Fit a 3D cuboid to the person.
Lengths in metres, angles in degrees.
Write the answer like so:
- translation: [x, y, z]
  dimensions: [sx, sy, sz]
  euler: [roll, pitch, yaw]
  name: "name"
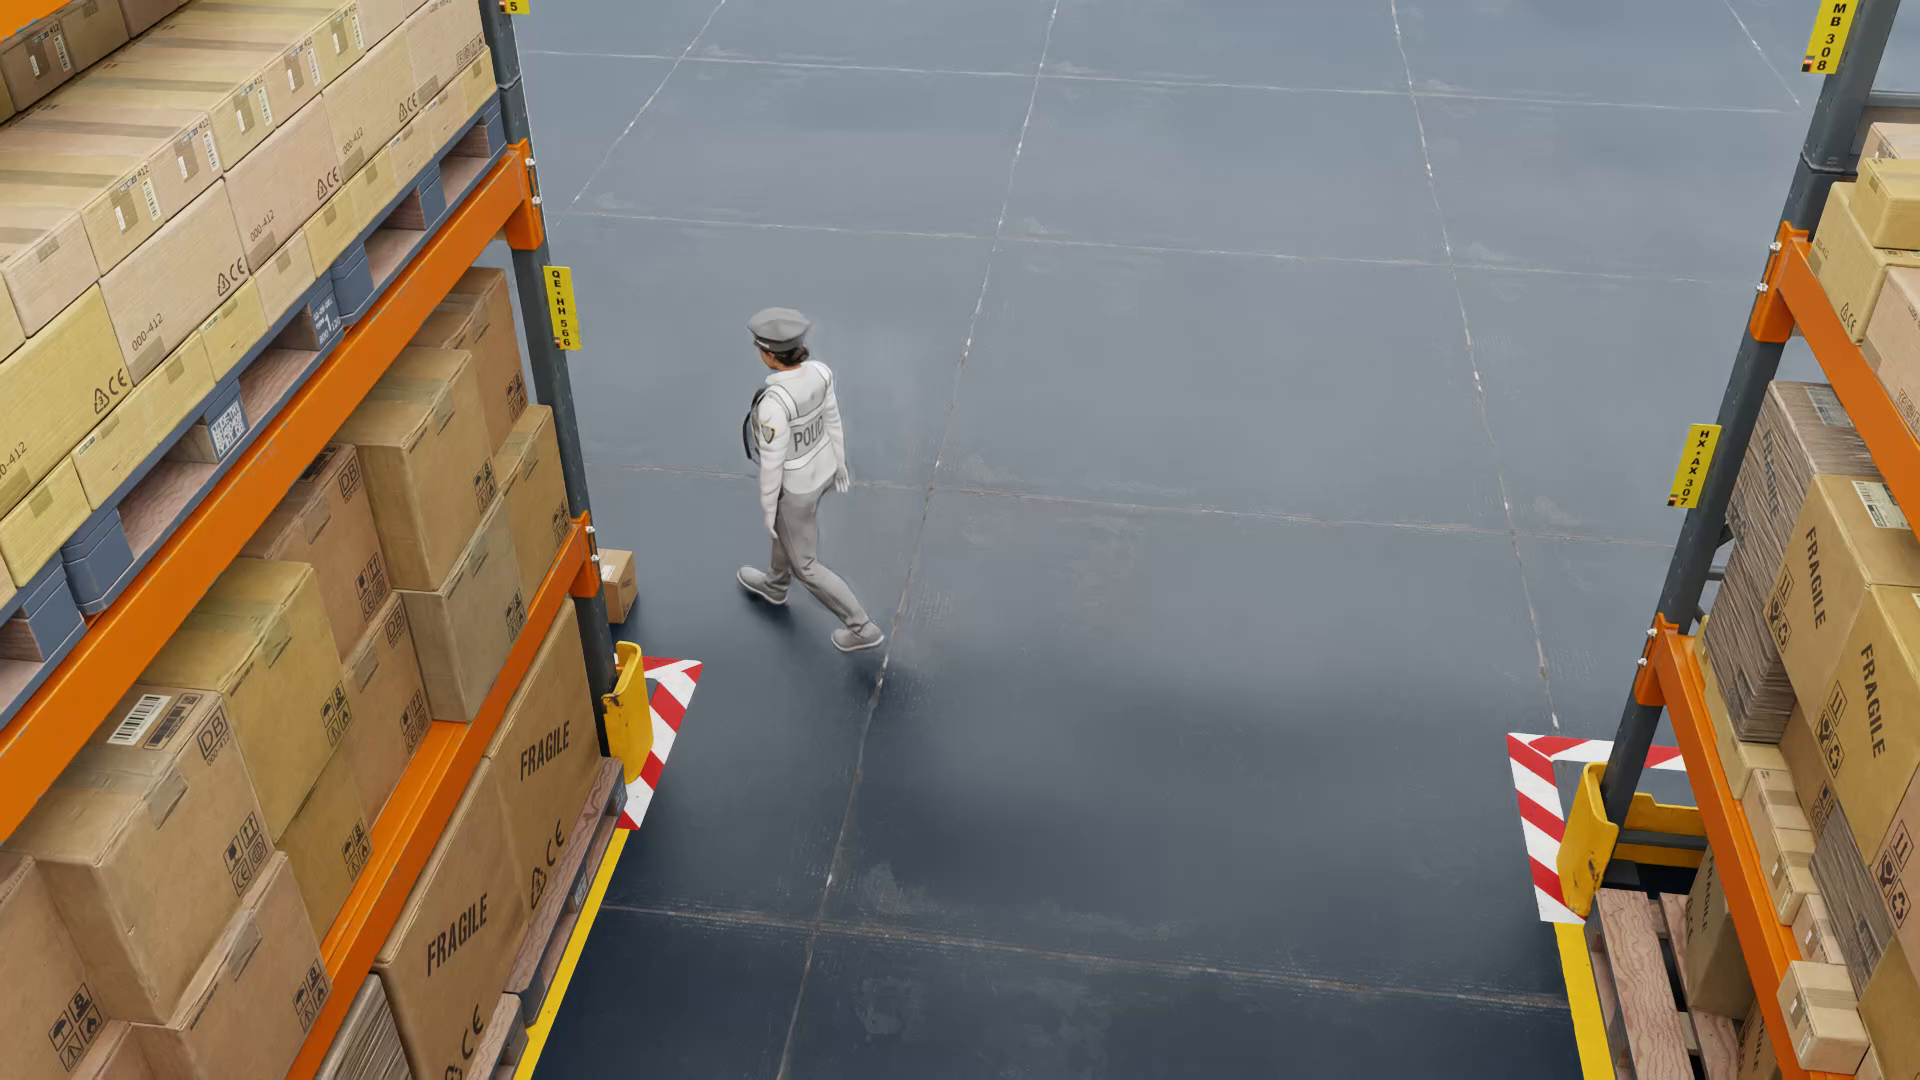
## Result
- translation: [-0.710, -0.256, 7.386]
  dimensions: [0.934, 1.634, 0.528]
  euler: [17, 39, 21]
  name: "person"
